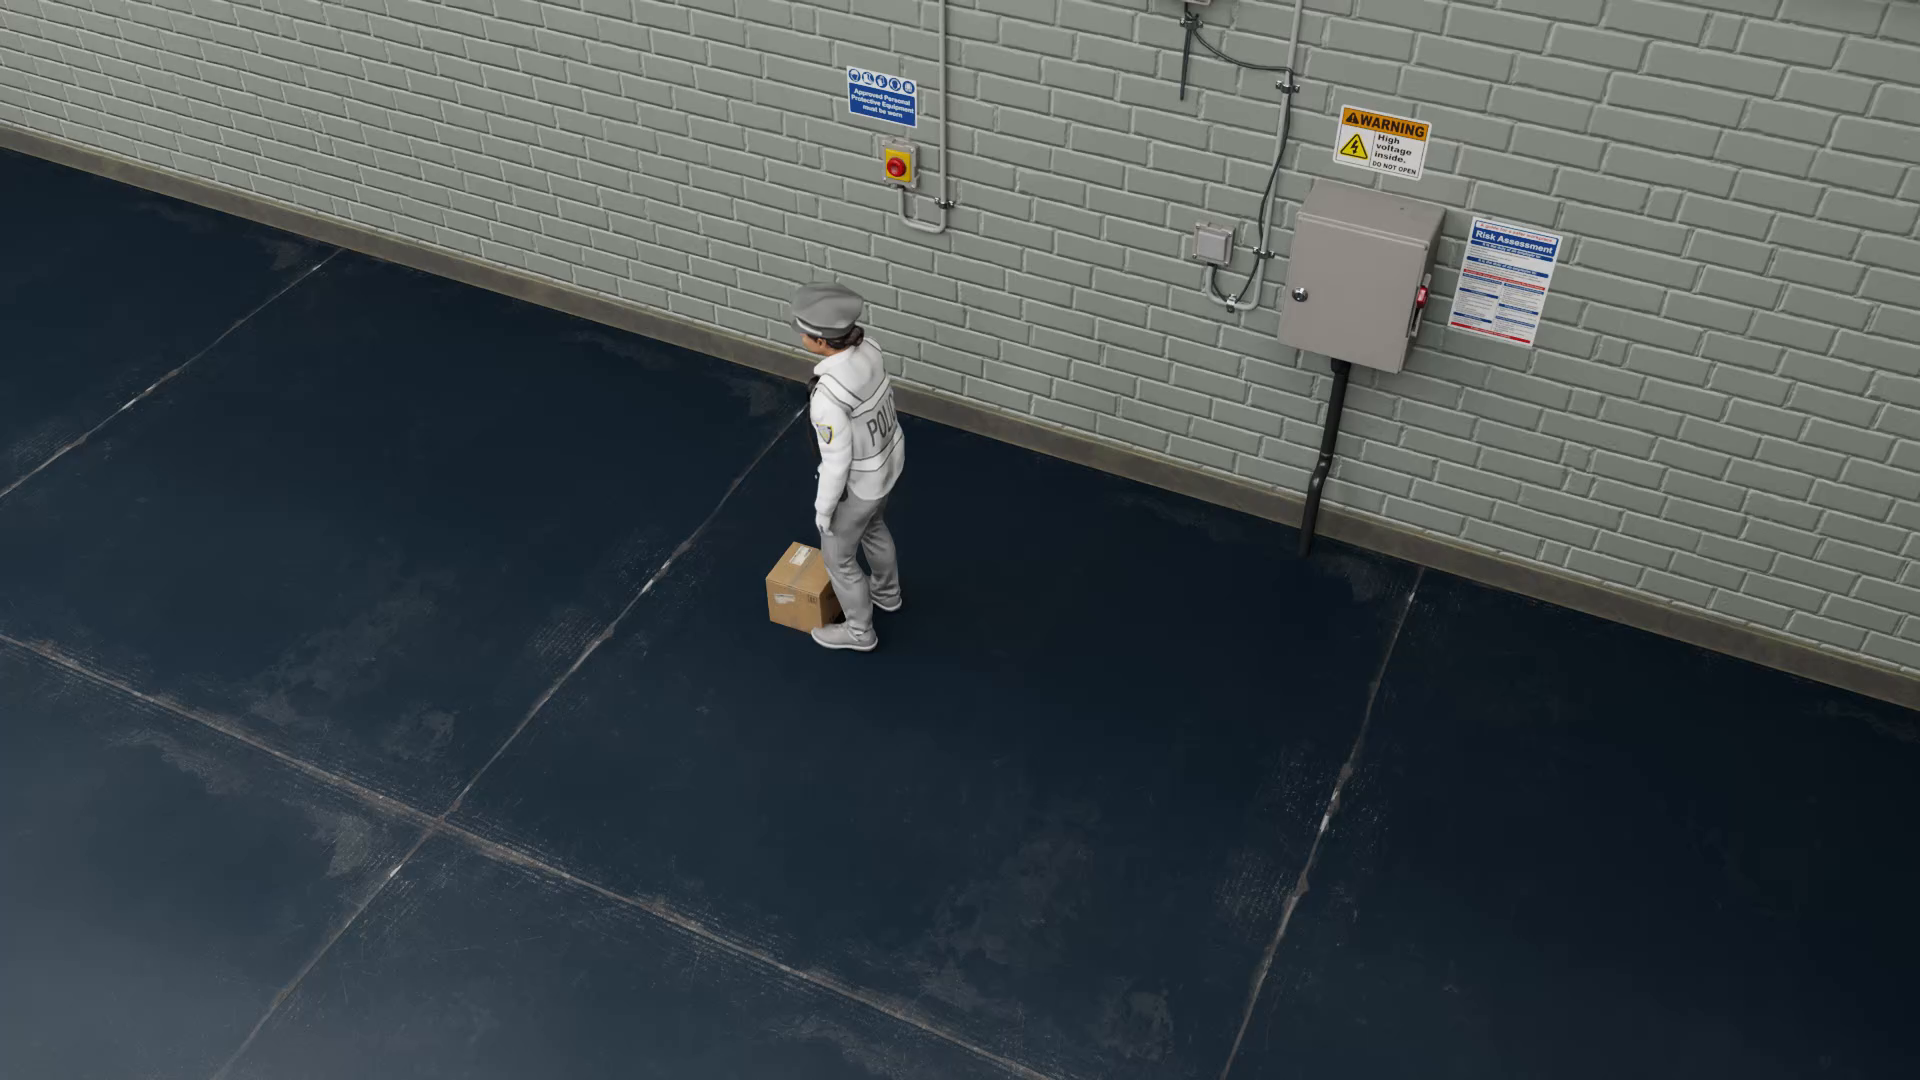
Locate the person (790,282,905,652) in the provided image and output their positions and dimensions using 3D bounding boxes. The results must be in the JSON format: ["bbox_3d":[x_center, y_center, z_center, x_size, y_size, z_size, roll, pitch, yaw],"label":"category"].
[{"bbox_3d":[-0.417,-0.248,6.432,0.374,1.661,0.539,15,44,16],"label":"person"}]
